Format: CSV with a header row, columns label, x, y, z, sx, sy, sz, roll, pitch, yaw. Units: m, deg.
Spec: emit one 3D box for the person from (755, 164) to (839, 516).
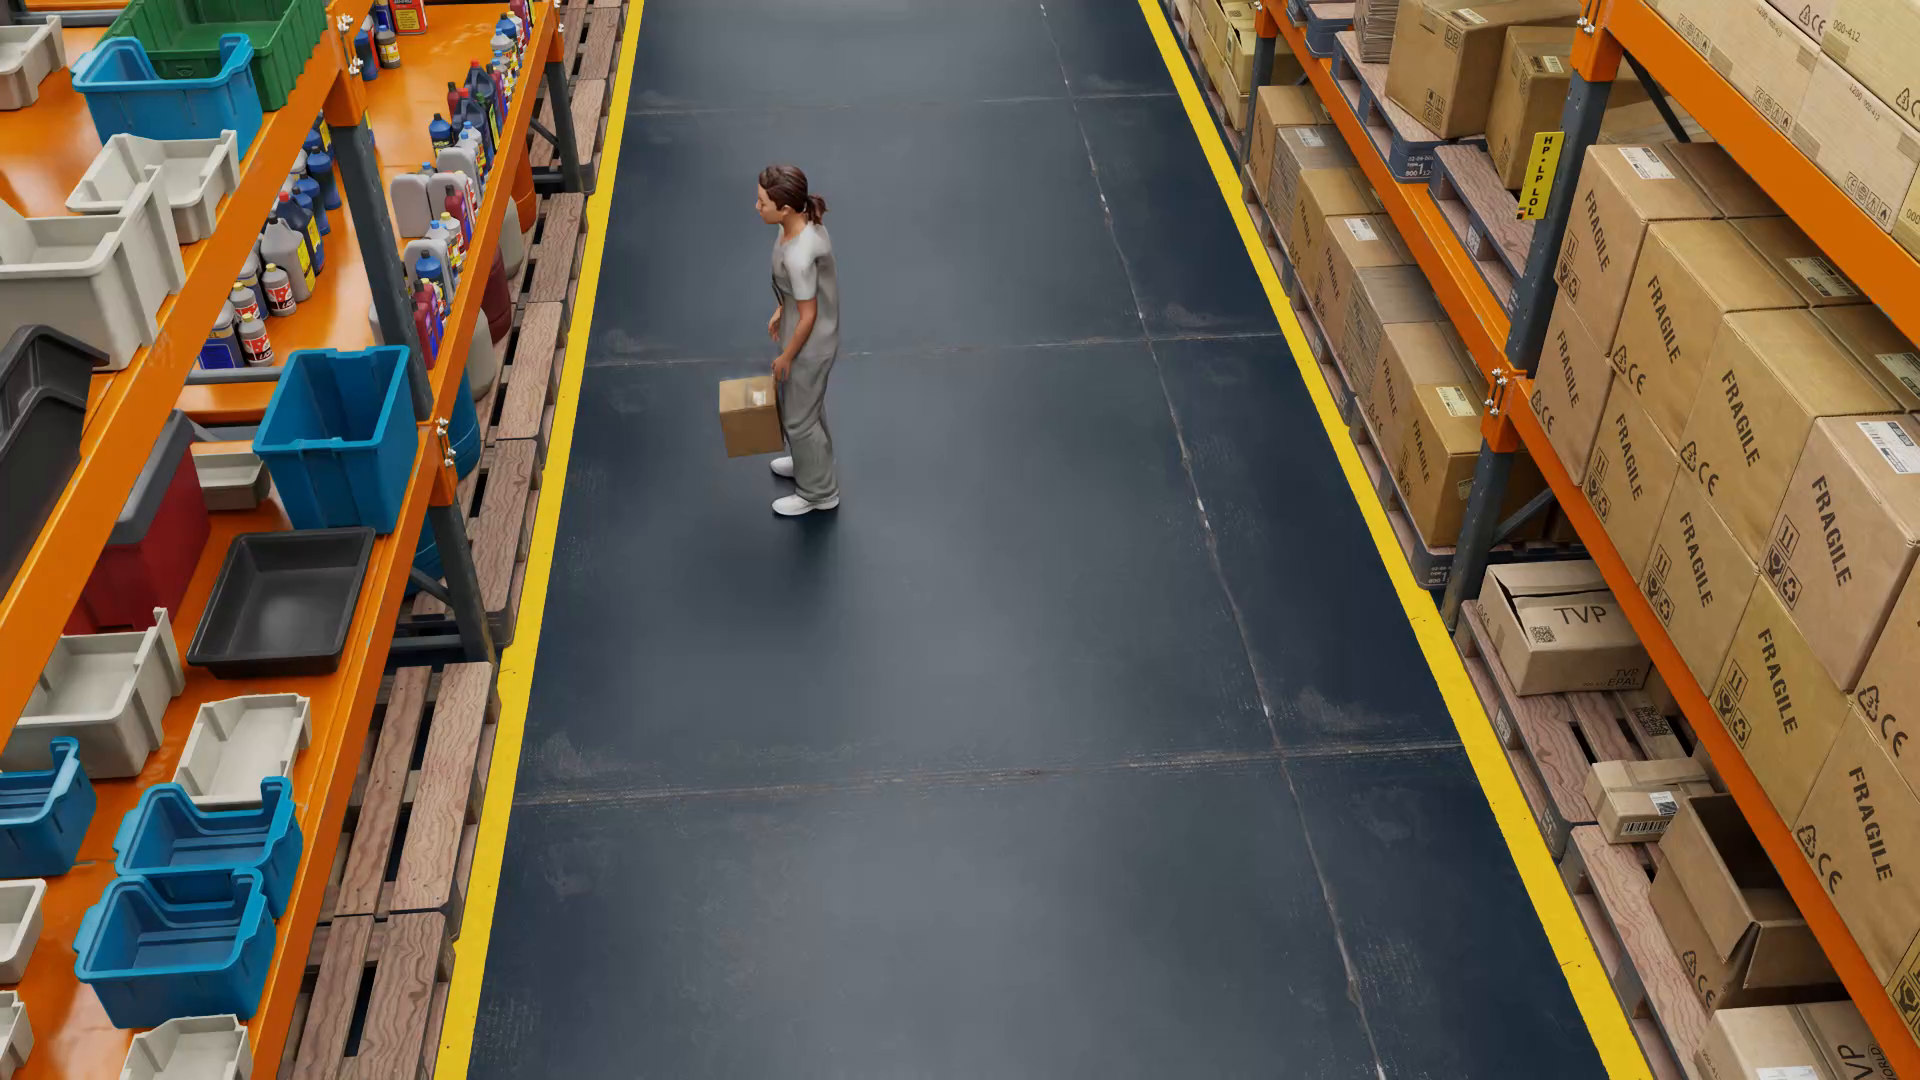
label,x,y,z,sx,sy,sz,roll,pitch,yaw
person,-0.695,-0.864,7.210,0.360,1.675,0.476,-4,39,-5
